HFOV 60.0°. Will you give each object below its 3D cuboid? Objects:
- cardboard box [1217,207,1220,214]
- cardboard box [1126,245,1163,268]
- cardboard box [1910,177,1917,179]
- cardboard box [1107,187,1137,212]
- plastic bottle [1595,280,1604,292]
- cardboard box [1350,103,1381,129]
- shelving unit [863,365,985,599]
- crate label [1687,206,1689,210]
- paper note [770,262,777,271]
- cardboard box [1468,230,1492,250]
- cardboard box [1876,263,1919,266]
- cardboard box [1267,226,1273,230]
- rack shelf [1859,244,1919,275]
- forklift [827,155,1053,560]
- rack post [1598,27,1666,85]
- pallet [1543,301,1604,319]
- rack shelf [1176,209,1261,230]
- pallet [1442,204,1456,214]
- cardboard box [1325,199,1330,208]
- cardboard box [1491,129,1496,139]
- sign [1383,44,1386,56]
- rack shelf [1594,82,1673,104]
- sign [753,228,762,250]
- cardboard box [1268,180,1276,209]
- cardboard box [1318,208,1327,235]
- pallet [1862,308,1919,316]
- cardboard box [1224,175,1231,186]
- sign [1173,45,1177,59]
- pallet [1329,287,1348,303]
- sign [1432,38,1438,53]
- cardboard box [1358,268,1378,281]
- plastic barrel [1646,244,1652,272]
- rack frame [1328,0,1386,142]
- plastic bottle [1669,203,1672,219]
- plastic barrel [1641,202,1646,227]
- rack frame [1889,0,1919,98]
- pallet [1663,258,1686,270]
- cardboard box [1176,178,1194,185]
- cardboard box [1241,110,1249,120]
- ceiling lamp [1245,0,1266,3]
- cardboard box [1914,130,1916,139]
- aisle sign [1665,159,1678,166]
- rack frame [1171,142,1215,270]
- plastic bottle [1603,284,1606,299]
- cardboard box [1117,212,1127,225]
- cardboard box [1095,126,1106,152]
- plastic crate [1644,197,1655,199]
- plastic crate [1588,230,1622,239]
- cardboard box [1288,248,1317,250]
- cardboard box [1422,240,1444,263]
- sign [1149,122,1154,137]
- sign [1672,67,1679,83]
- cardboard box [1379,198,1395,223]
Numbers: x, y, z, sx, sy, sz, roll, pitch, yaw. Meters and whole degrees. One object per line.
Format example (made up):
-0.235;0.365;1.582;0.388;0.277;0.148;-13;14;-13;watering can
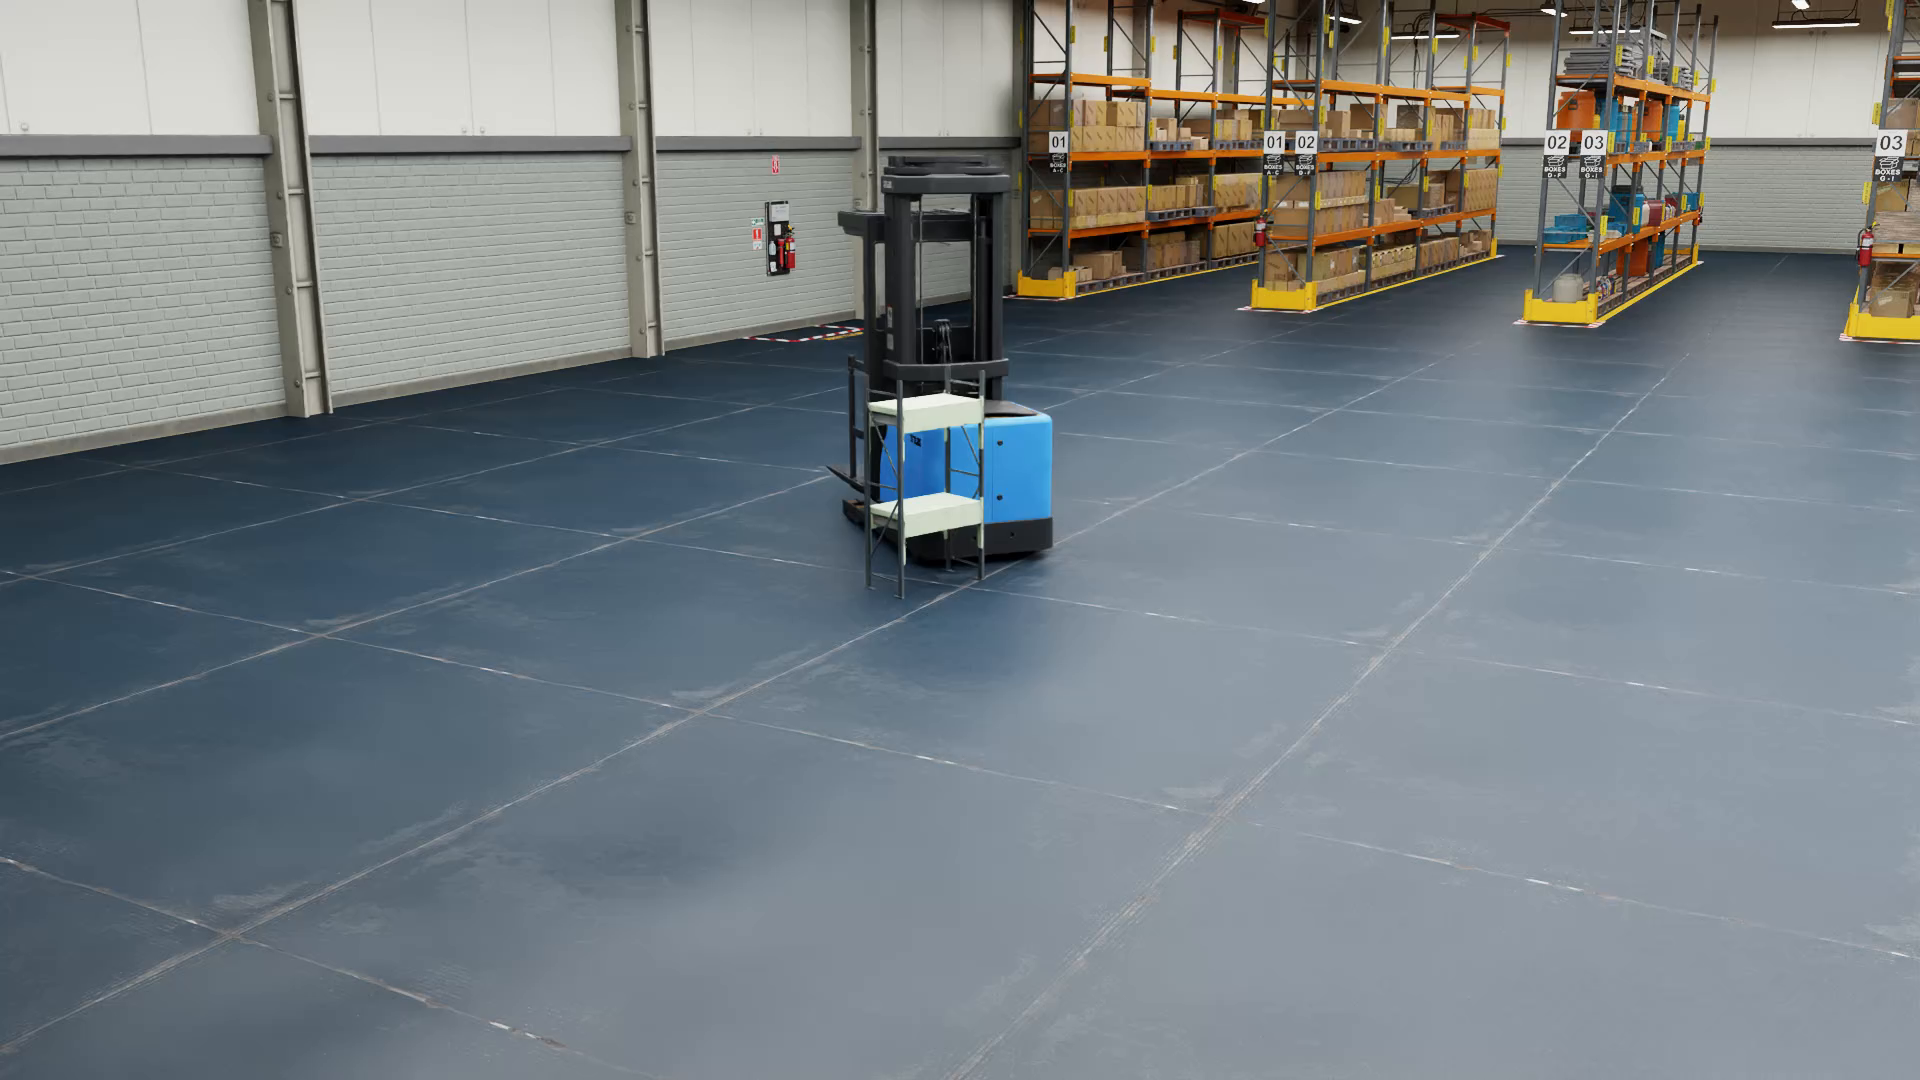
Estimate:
6.051;-7.970;40.186;0.380;0.149;0.250;8;16;29;cardboard box
4.173;-6.433;37.712;0.700;0.500;0.500;7;15;27;cardboard box
15.694;-5.631;27.010;0.500;0.500;0.500;7;15;28;cardboard box
3.432;-7.236;35.325;0.500;0.500;0.500;7;15;28;cardboard box
12.005;-4.744;31.186;0.152;0.276;0.135;7;15;28;plastic bottle
8.297;-8.685;34.083;0.500;0.500;0.500;8;15;29;cardboard box
-0.244;-0.418;11.566;0.755;1.500;0.431;-12;18;-40;shelving unit
17.598;-8.105;40.685;0.396;0.136;0.243;7;15;28;crate label
-3.001;-4.400;26.765;0.016;0.148;0.142;7;15;28;paper note
13.718;-7.930;43.923;0.500;0.500;0.500;7;15;28;cardboard box
18.005;-5.050;31.977;0.700;0.500;0.500;6;15;23;cardboard box
8.270;-8.307;44.142;0.380;0.149;0.250;8;16;30;cardboard box
15.668;-4.726;27.771;1.077;0.370;4.000;7;15;28;rack shelf
-0.319;-1.577;13.322;1.130;2.935;3.031;-5;15;-21;forklift
13.176;-9.475;32.706;1.013;1.000;3.121;7;15;28;rack post
10.758;-4.058;29.415;1.003;0.211;1.213;7;15;28;pallet
6.527;-8.051;41.563;1.077;0.370;4.000;7;15;28;rack shelf
11.350;-8.006;40.250;1.003;0.211;1.213;7;15;28;pallet
6.780;-6.366;31.440;0.380;0.149;0.250;7;15;27;cardboard box
13.499;-10.463;42.885;0.500;0.250;0.500;7;15;28;cardboard box
9.419;-10.898;36.877;0.100;0.325;0.005;7;15;28;sign
13.266;-8.830;32.847;1.077;0.370;4.000;7;15;28;rack shelf
-3.212;-4.773;26.354;0.001;0.329;0.234;7;15;28;sign
7.770;-9.066;43.600;0.980;0.700;0.700;8;16;29;cardboard box
6.517;-6.040;31.473;0.700;0.500;0.500;8;16;29;cardboard box
15.752;-3.737;28.086;1.003;0.211;1.213;7;15;28;pallet
6.264;-8.732;40.363;0.500;0.250;0.500;7;15;27;cardboard box
5.072;-11.500;39.203;0.100;0.325;0.005;7;15;28;sign
6.955;-4.844;32.675;1.003;0.211;1.213;7;15;28;pallet
10.386;-10.815;36.363;0.100;0.325;0.005;7;15;28;sign
8.376;-5.531;34.548;0.500;0.250;0.500;7;15;27;cardboard box
15.000;-6.234;36.740;0.600;0.588;0.708;7;15;28;plastic barrel
7.965;-9.526;33.345;1.000;3.000;0.127;7;15;28;rack frame
16.008;-7.439;37.595;0.144;0.351;0.185;7;15;28;plastic bottle
13.517;-6.524;33.405;0.433;0.535;0.433;0;14;0;plastic barrel
16.635;-8.402;28.686;1.000;3.000;0.127;7;15;28;rack frame
17.076;-6.739;40.538;1.003;0.211;1.213;7;15;28;pallet
5.277;-8.426;39.049;0.380;0.149;0.250;5;14;19;cardboard box
6.953;-10.731;41.991;0.500;0.250;0.500;9;16;32;cardboard box
6.018;-12.578;33.552;0.800;3.185;2.000;7;15;28;ceiling lamp
15.890;-6.649;27.284;0.380;0.149;0.250;7;15;26;cardboard box
17.875;-9.821;41.825;0.394;0.787;0.004;7;15;28;aisle sign
5.560;-7.990;39.777;1.000;3.000;0.127;7;15;28;rack frame
11.728;-4.542;30.354;0.097;0.271;0.097;0;14;0;plastic bottle
3.185;-6.769;34.987;0.500;0.250;0.500;7;15;28;cardboard box
2.612;-8.119;33.654;0.500;0.500;0.500;8;16;31;cardboard box
16.093;-7.844;39.077;0.392;0.384;0.575;7;15;28;plastic crate
11.736;-5.557;30.247;0.530;0.136;0.437;7;15;28;plastic crate
6.743;-5.474;32.708;0.500;0.500;0.500;7;15;28;cardboard box
11.111;-6.808;39.266;0.500;0.500;0.500;7;15;26;cardboard box
4.105;-8.819;35.712;0.100;0.325;0.005;7;15;28;sign
14.717;-9.567;34.203;0.100;0.325;0.005;7;15;28;sign
9.101;-7.132;36.005;0.500;0.500;0.500;6;15;25;cardboard box
